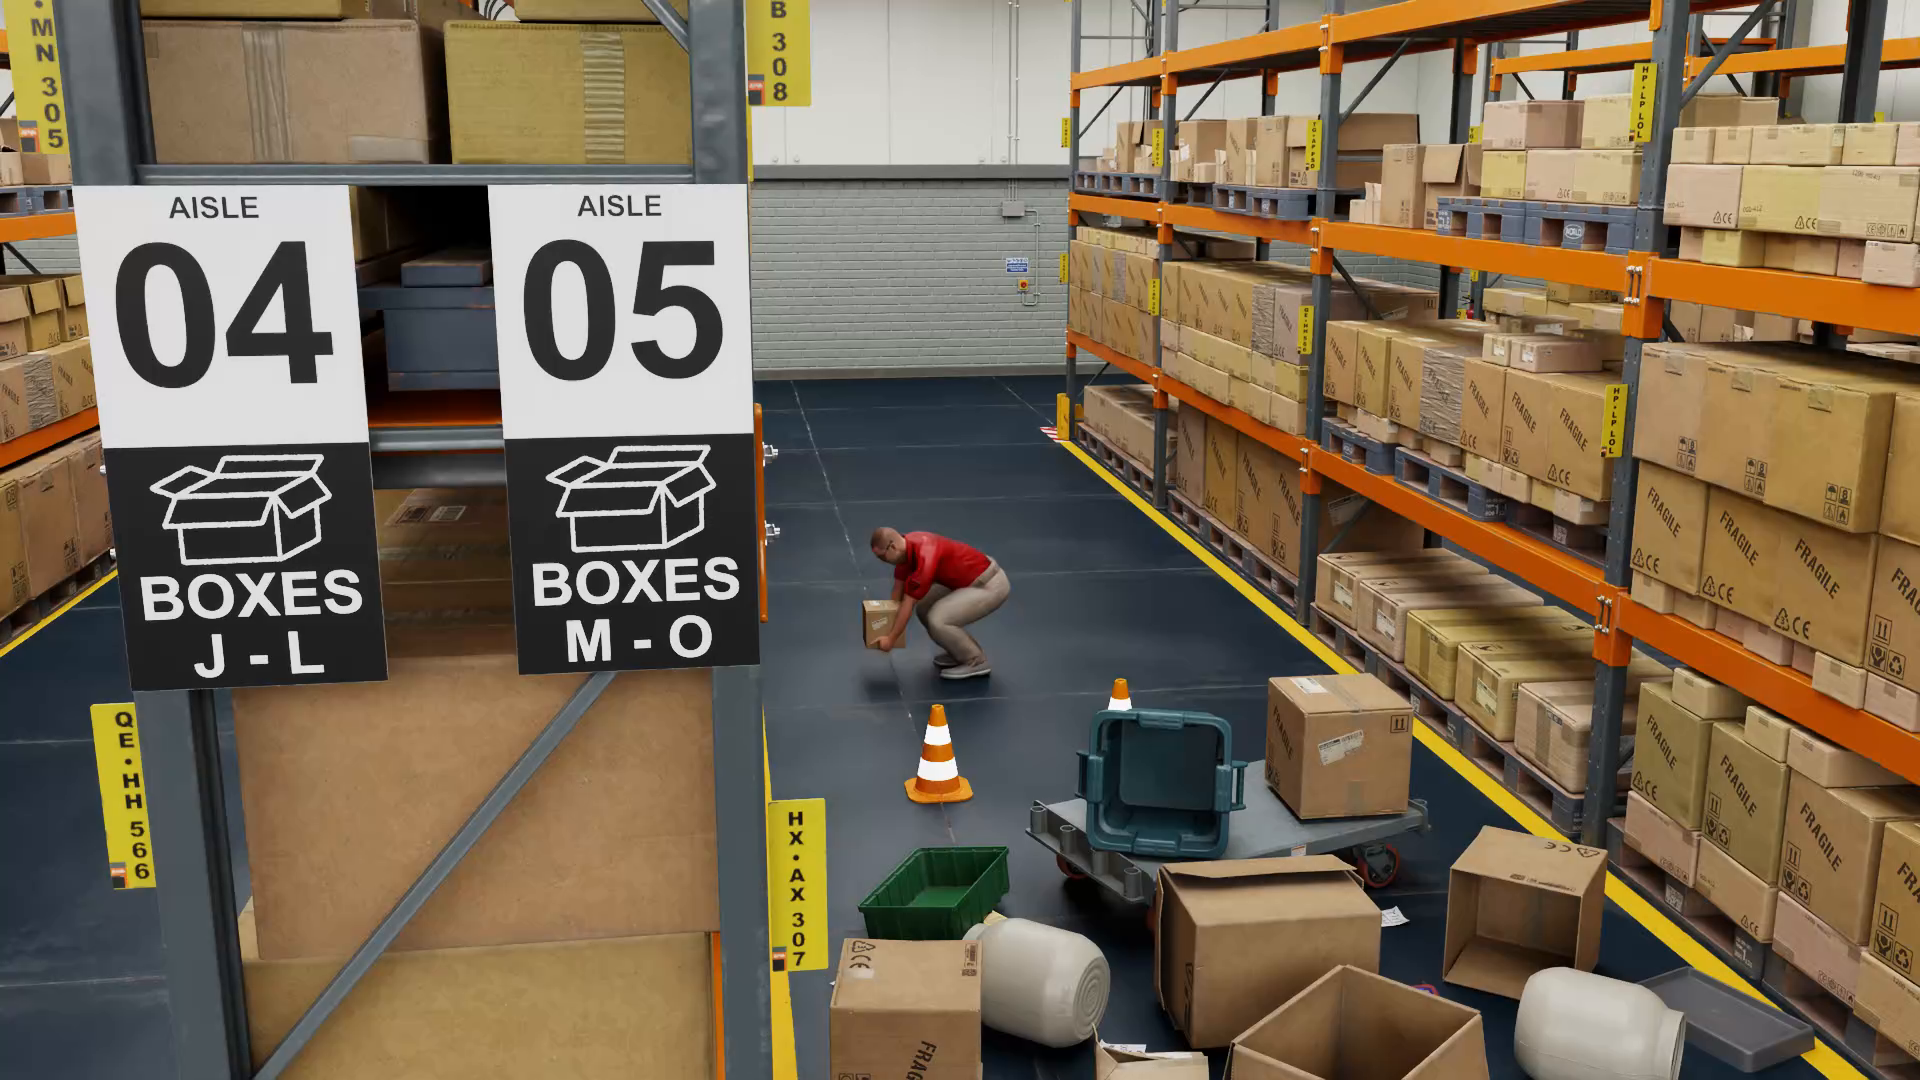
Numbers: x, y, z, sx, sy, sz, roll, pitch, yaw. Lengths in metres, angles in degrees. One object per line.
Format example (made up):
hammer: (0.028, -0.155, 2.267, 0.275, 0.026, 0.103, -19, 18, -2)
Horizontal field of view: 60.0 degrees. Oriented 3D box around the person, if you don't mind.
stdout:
person: (-0.136, 0.374, 10.594, 0.908, 0.977, 0.536, -2, 13, -10)
